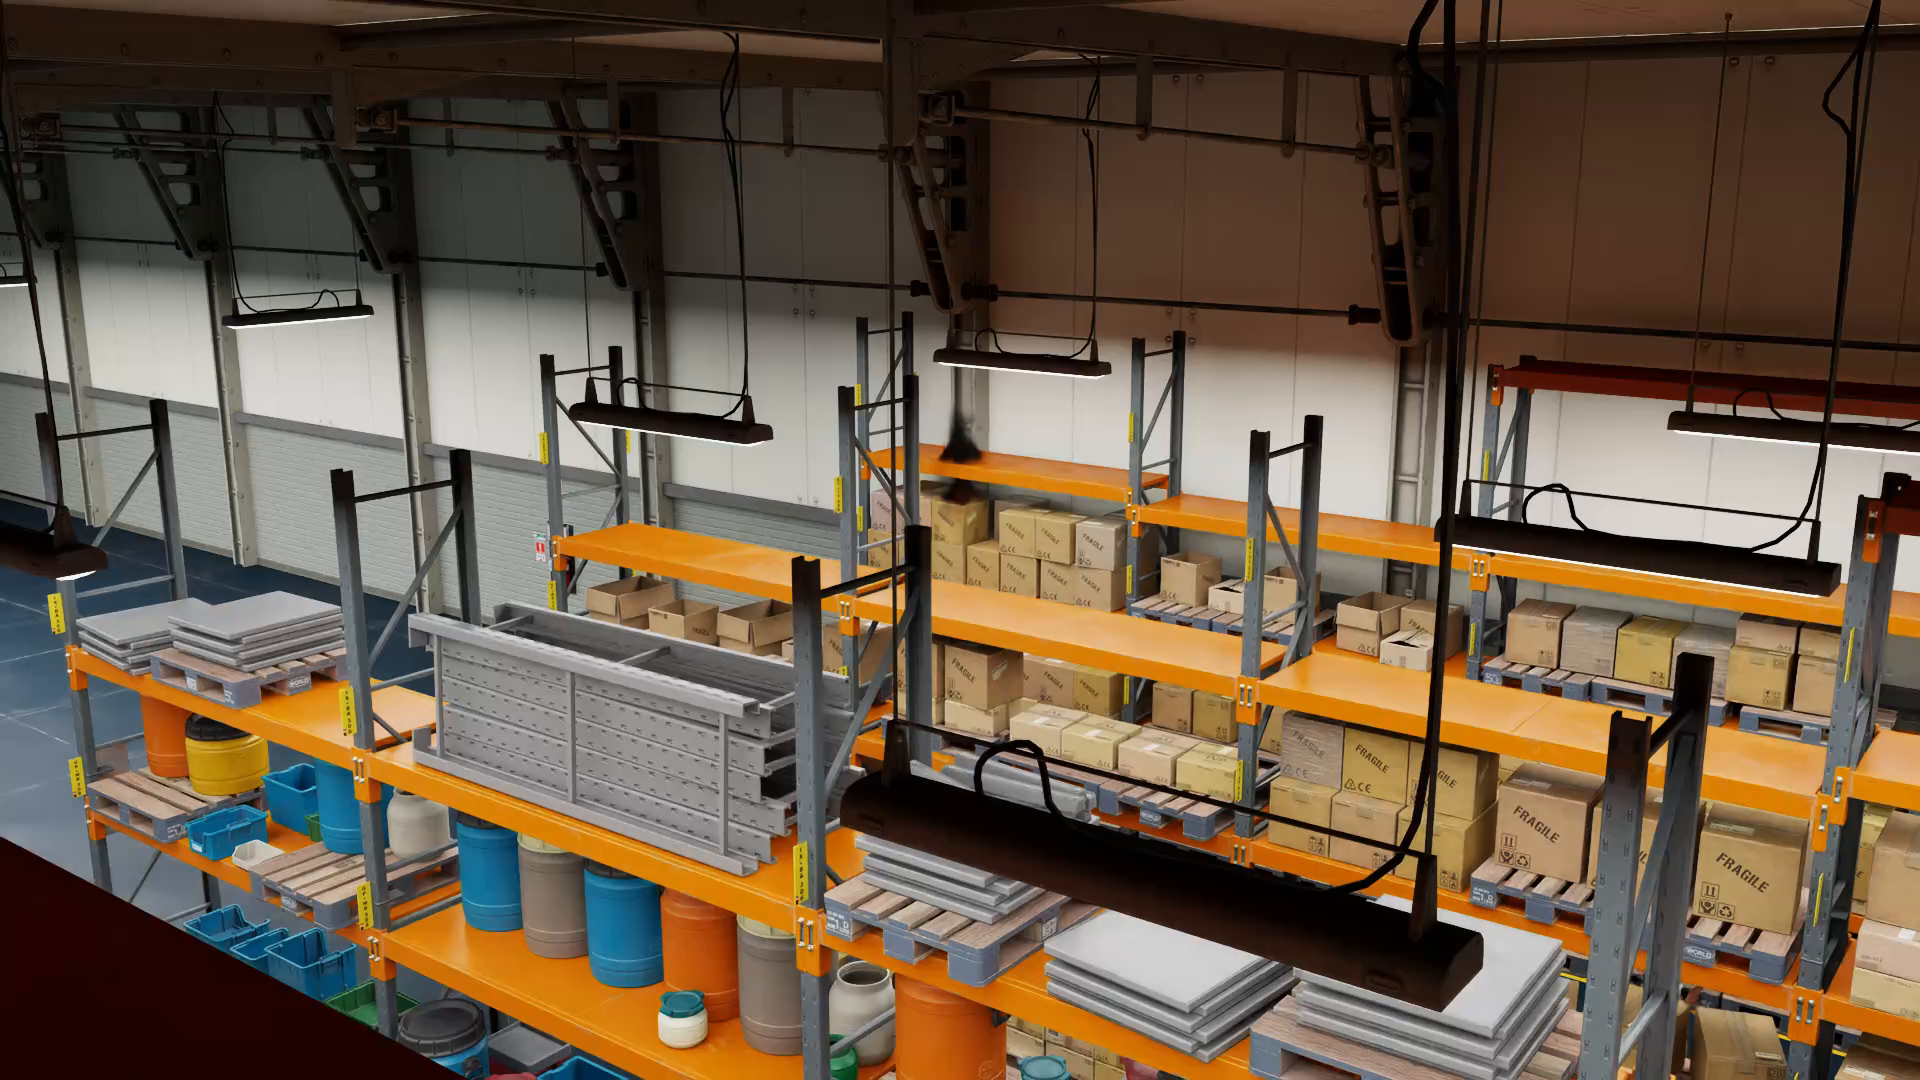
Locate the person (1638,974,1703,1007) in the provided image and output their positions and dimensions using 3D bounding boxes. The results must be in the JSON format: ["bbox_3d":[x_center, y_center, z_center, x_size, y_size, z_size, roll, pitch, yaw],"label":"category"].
[{"bbox_3d":[5.845,4.122,13.876,0.722,1.702,0.596,8,15,32],"label":"person"}]
